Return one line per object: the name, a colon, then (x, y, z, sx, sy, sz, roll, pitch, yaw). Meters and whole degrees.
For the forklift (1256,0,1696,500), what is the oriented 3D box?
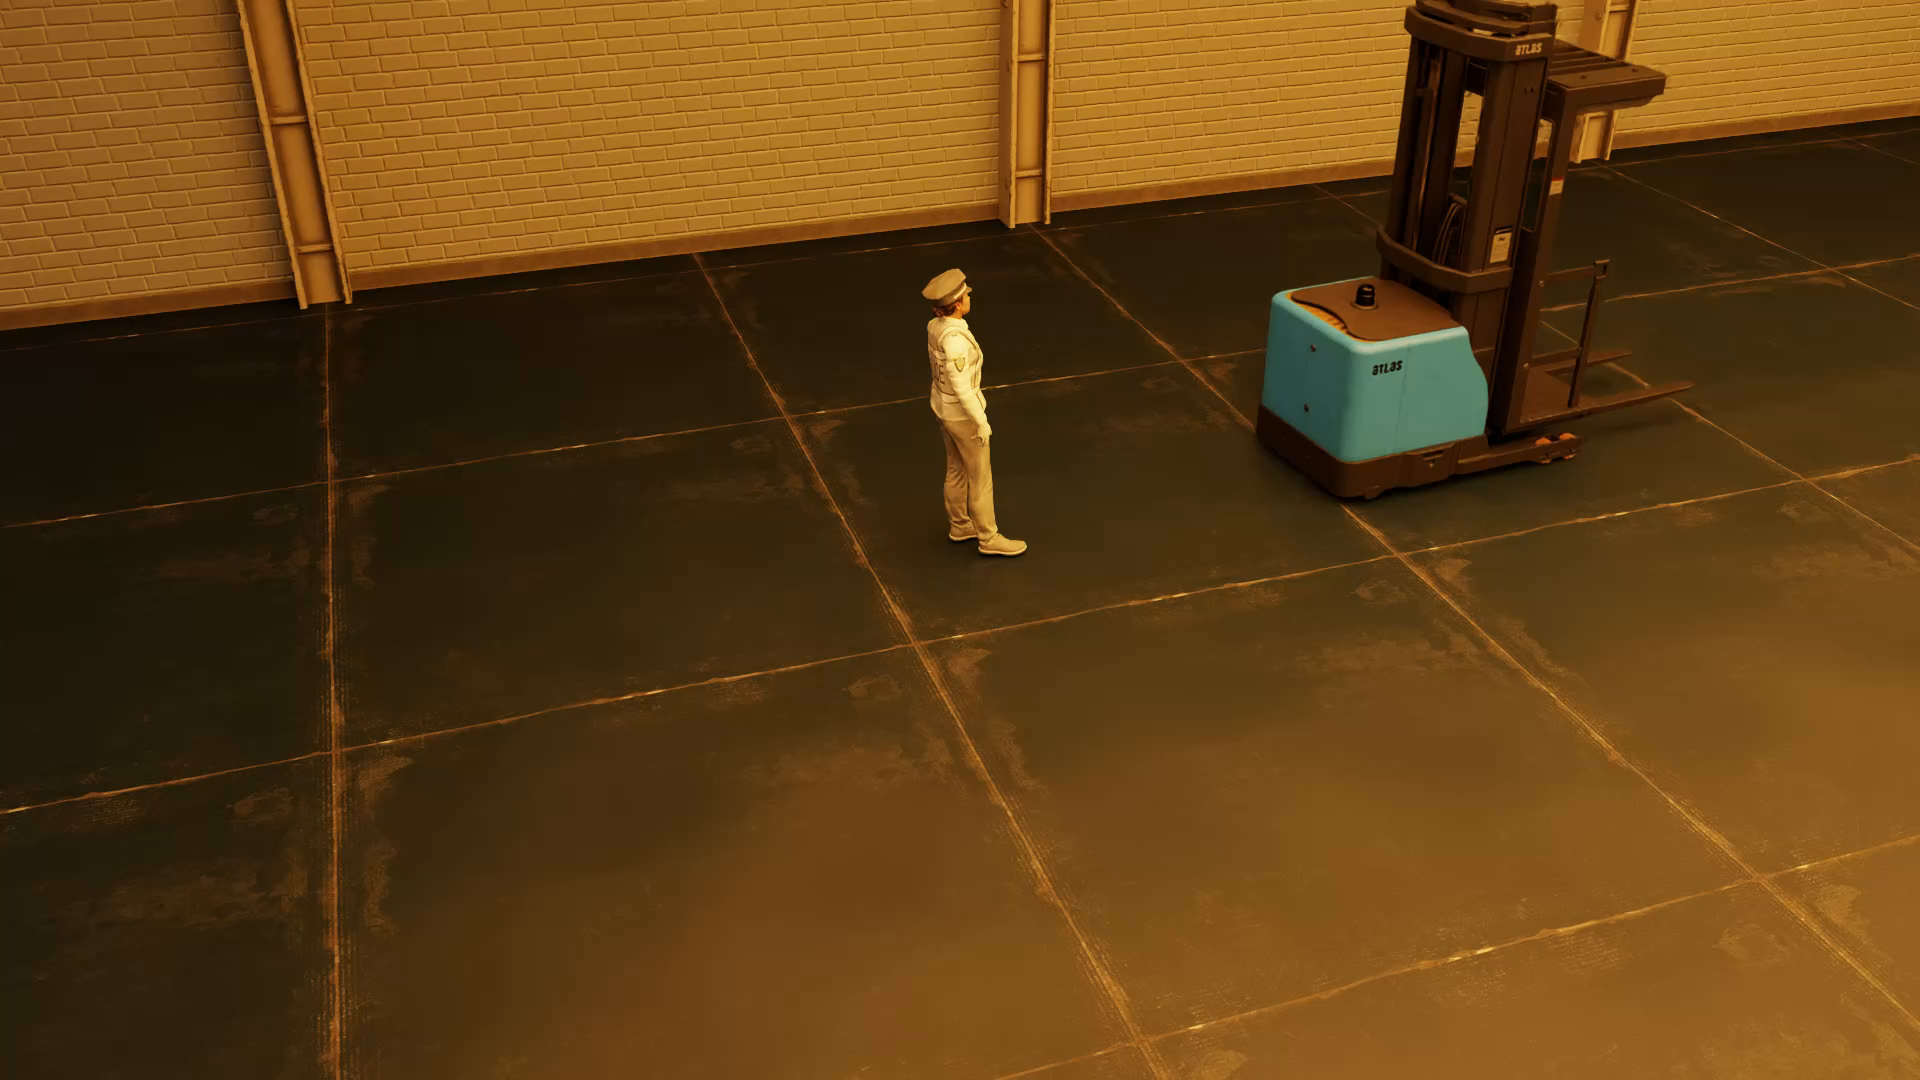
forklift: (3.541, -1.996, 10.557, 3.031, 2.935, 1.130, -12, 32, -20)

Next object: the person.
person: (0.067, -0.749, 9.613, 0.531, 1.695, 0.588, -10, 31, -16)
